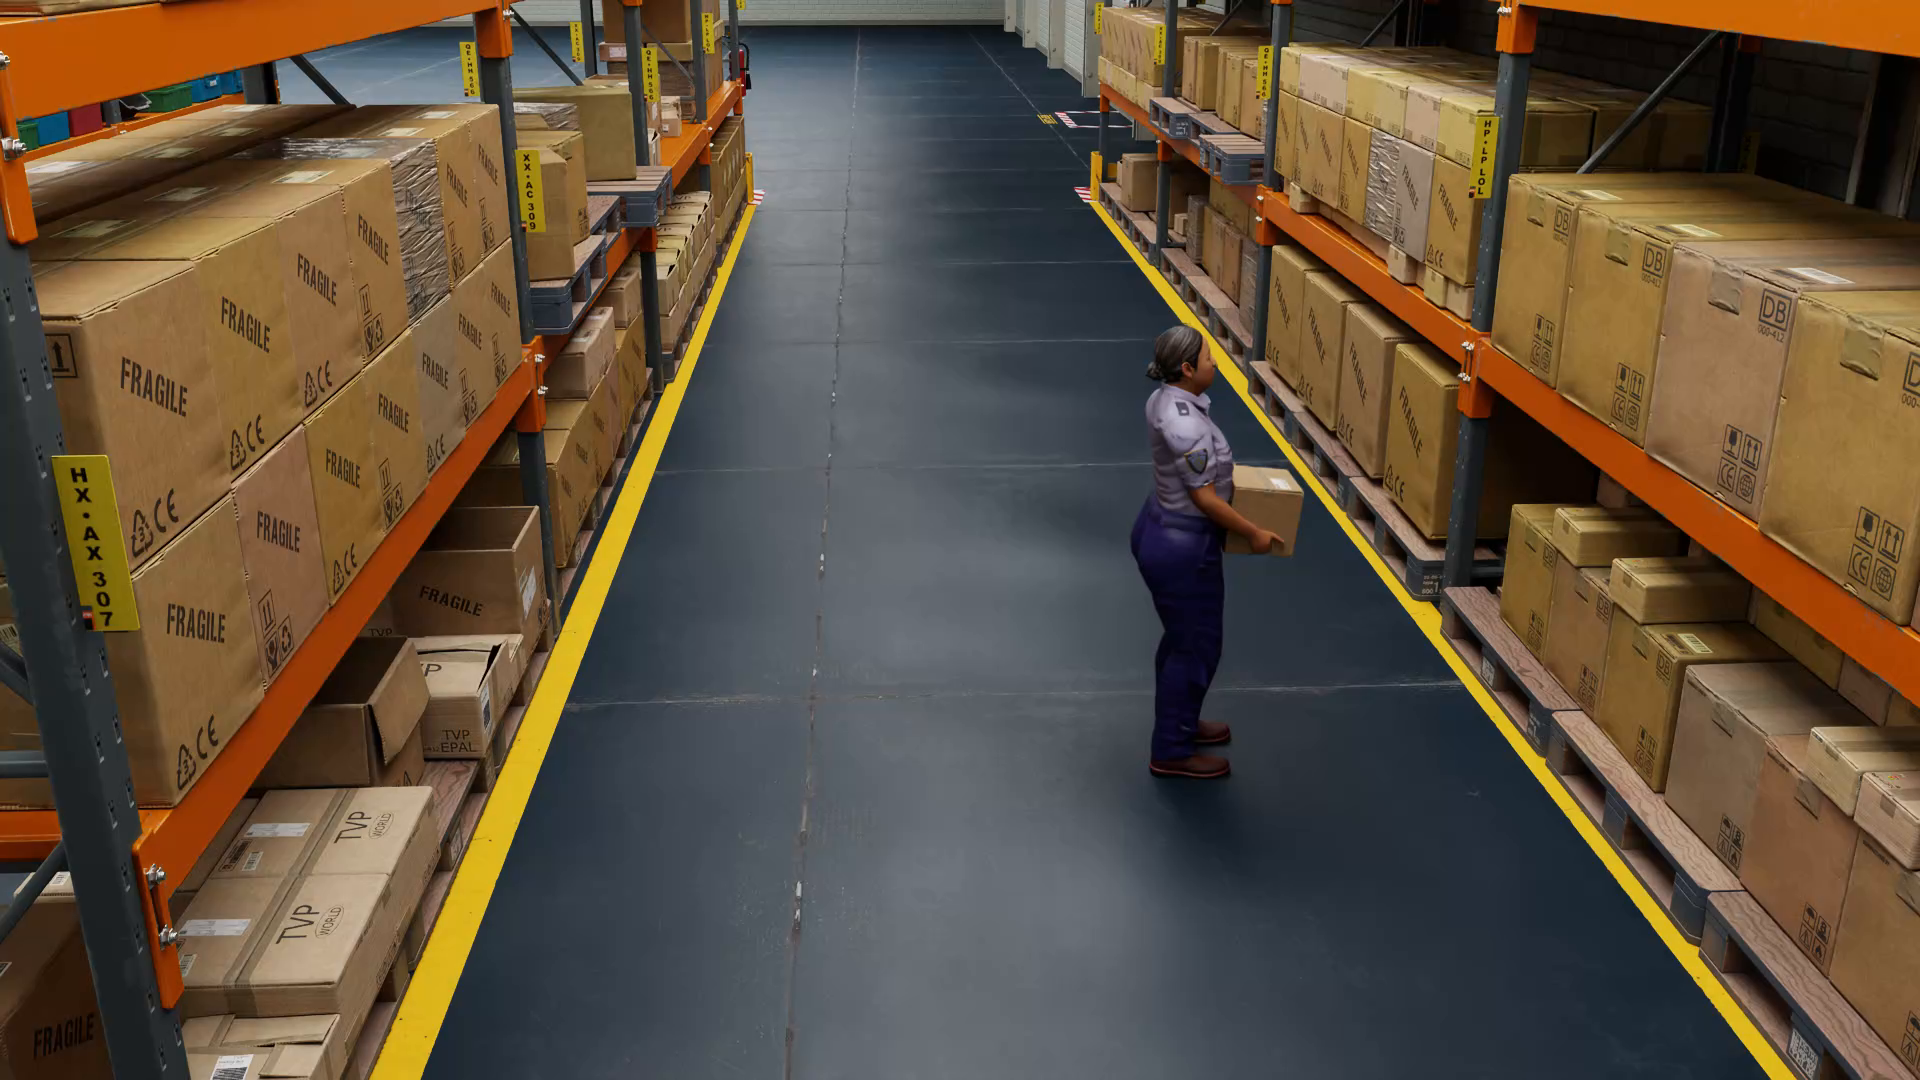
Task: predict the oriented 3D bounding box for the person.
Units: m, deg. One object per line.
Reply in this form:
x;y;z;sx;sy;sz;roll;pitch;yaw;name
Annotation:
0.881;0.033;6.007;0.511;1.647;0.471;-1;21;-3;person
